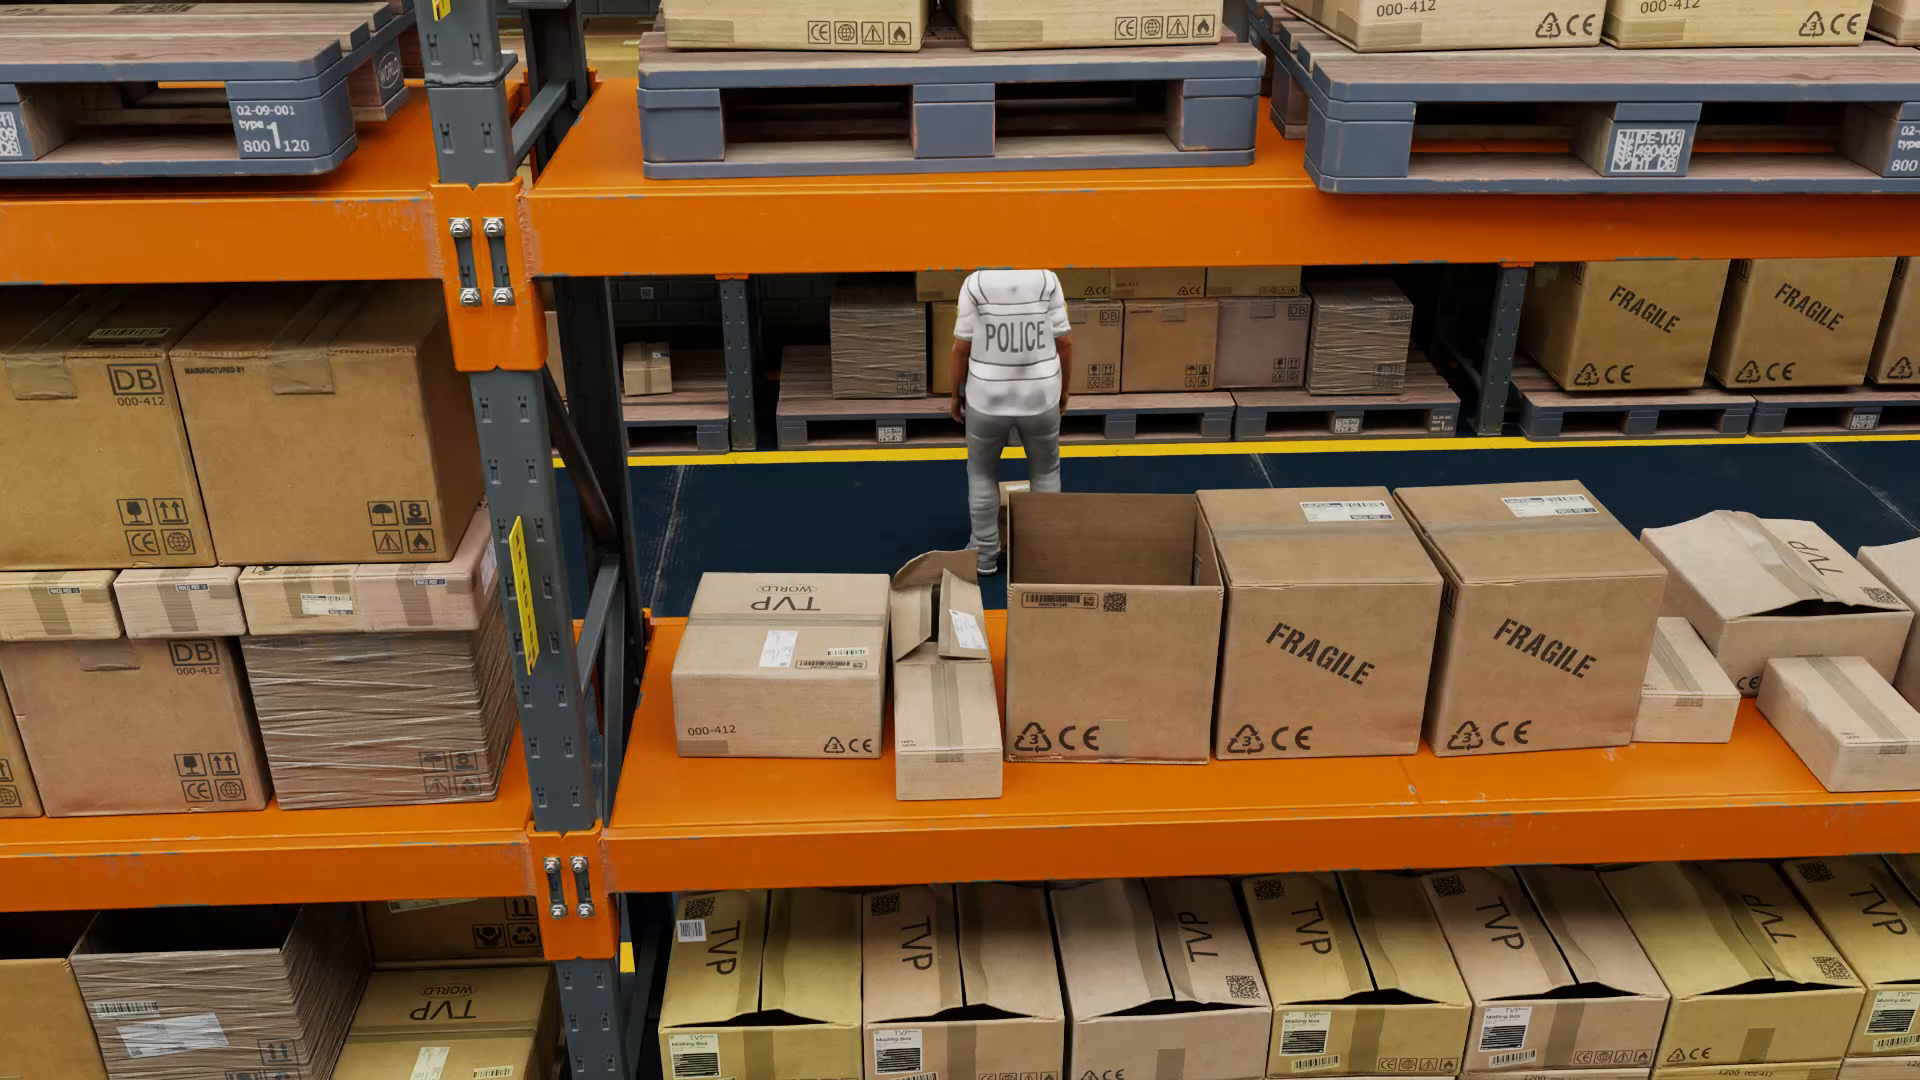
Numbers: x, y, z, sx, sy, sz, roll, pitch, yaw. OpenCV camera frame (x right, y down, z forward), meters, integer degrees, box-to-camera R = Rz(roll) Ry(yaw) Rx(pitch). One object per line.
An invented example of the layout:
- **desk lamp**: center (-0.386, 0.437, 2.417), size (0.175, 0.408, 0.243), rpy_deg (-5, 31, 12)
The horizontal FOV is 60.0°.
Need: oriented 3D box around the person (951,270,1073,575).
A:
- **person**: center (0.234, -0.635, 7.320), size (0.558, 1.667, 0.467), rpy_deg (-2, 28, -4)
